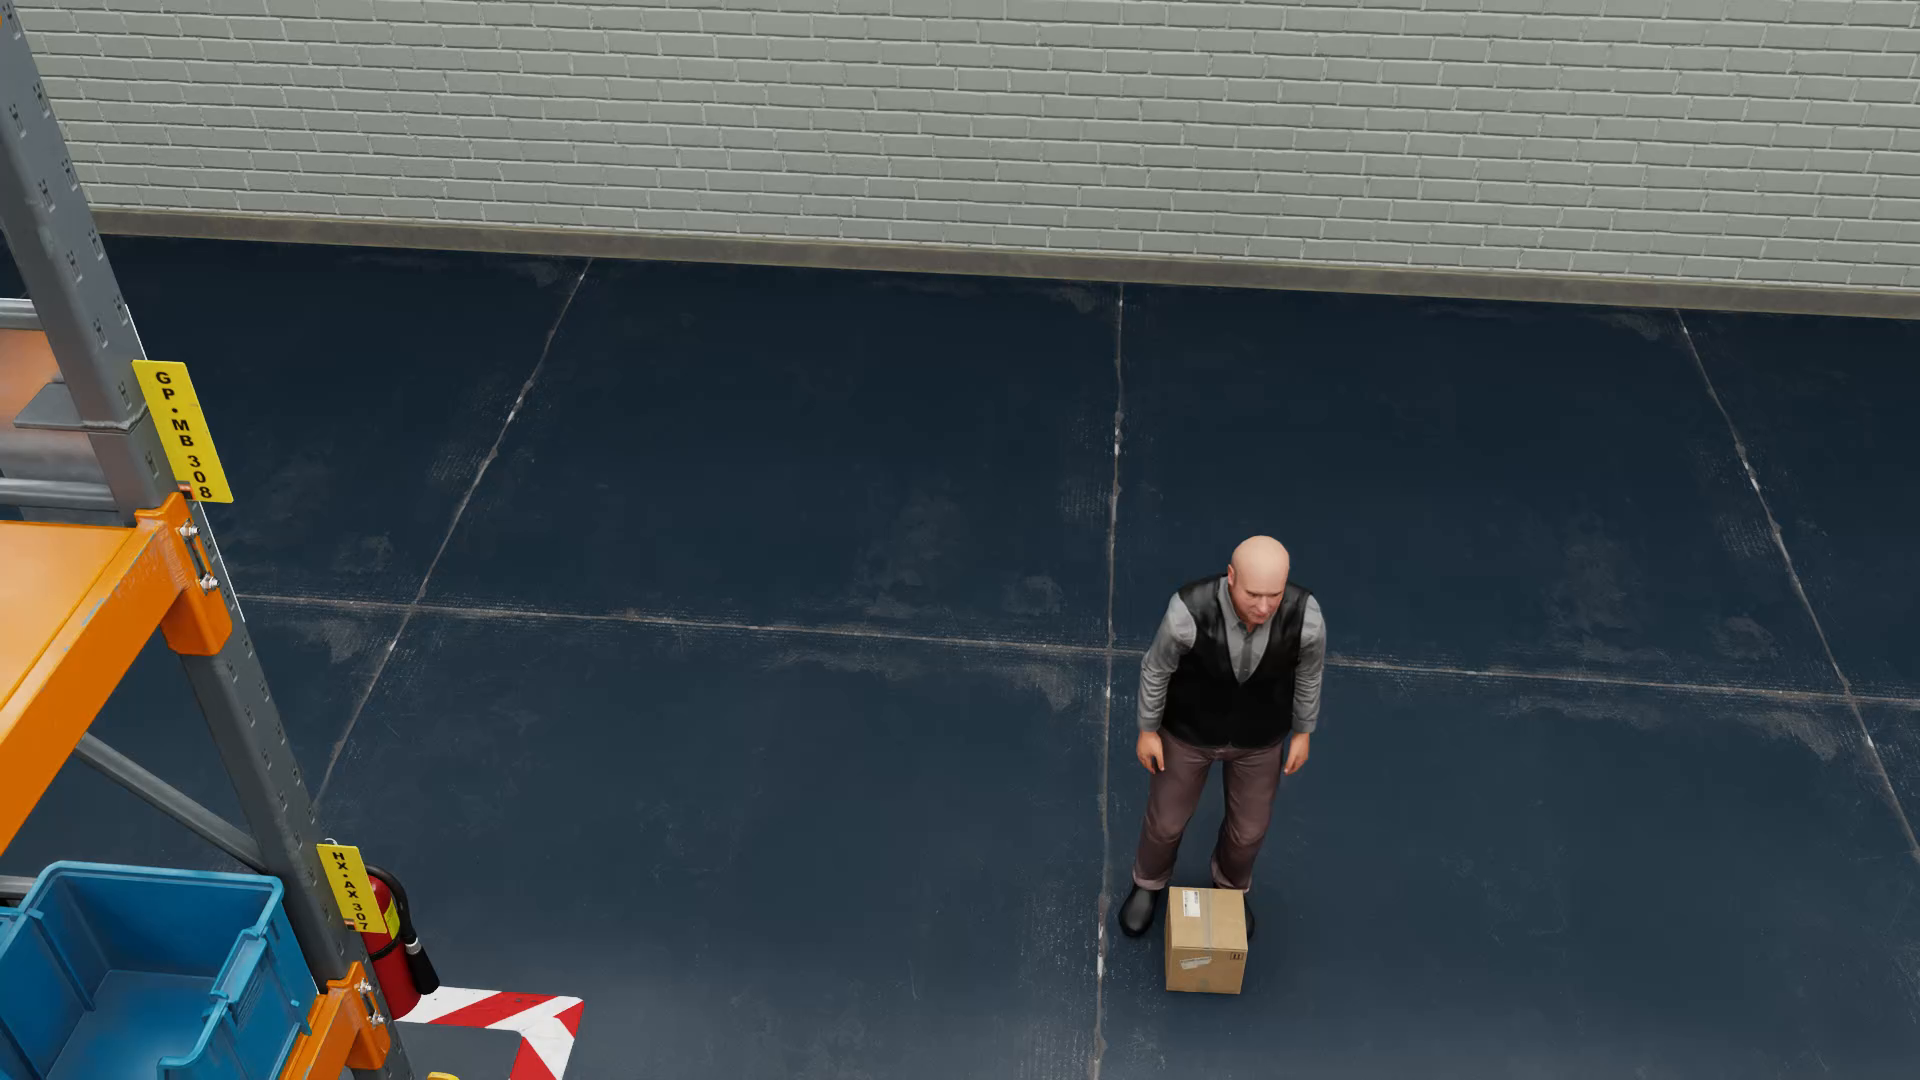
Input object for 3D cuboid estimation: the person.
[{"bbox_3d":[0.860,0.624,5.426,0.594,1.721,0.423,1,40,1],"label":"person"}]
